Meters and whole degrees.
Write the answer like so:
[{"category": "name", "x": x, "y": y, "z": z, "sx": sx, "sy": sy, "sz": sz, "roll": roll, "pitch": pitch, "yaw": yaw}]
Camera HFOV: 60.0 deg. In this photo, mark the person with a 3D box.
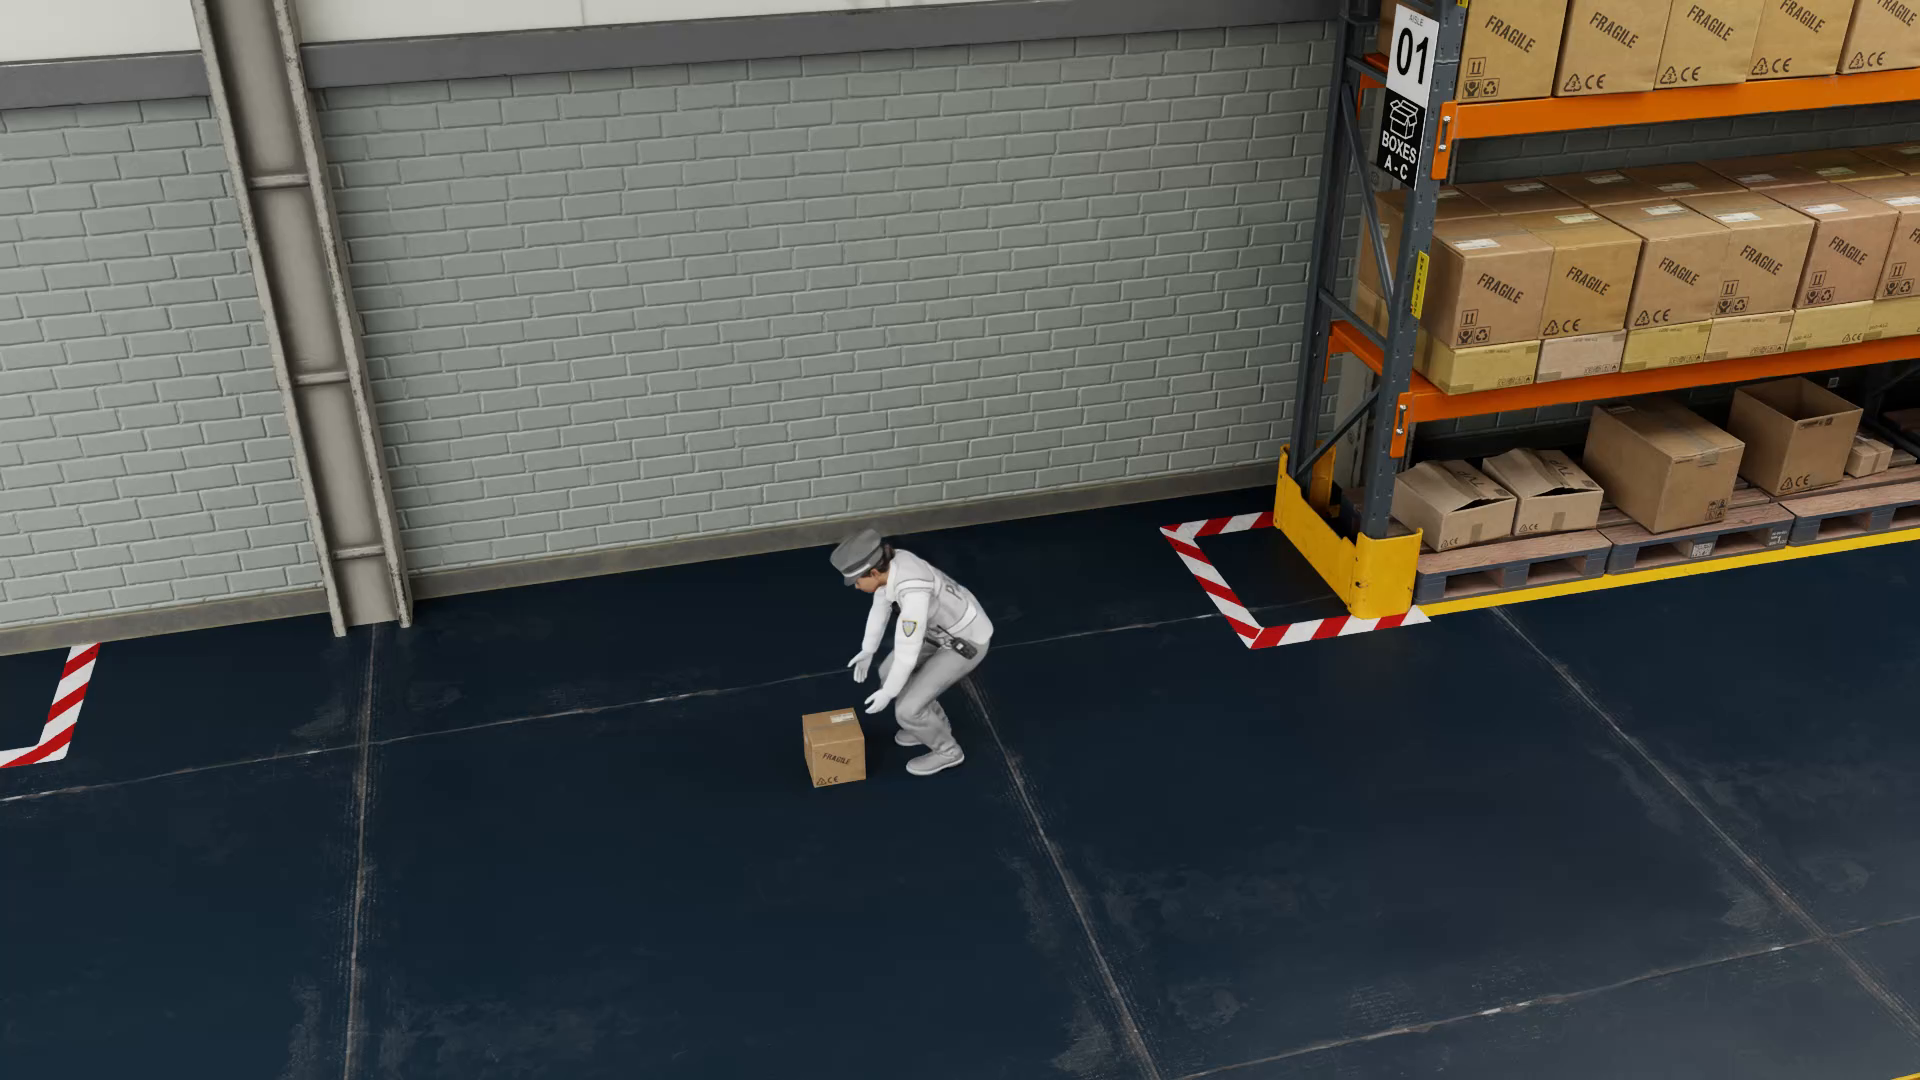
[{"category": "person", "x": -0.215, "y": 0.508, "z": 7.742, "sx": 0.752, "sy": 1.292, "sz": 0.533, "roll": -8, "pitch": 31, "yaw": -13}]
